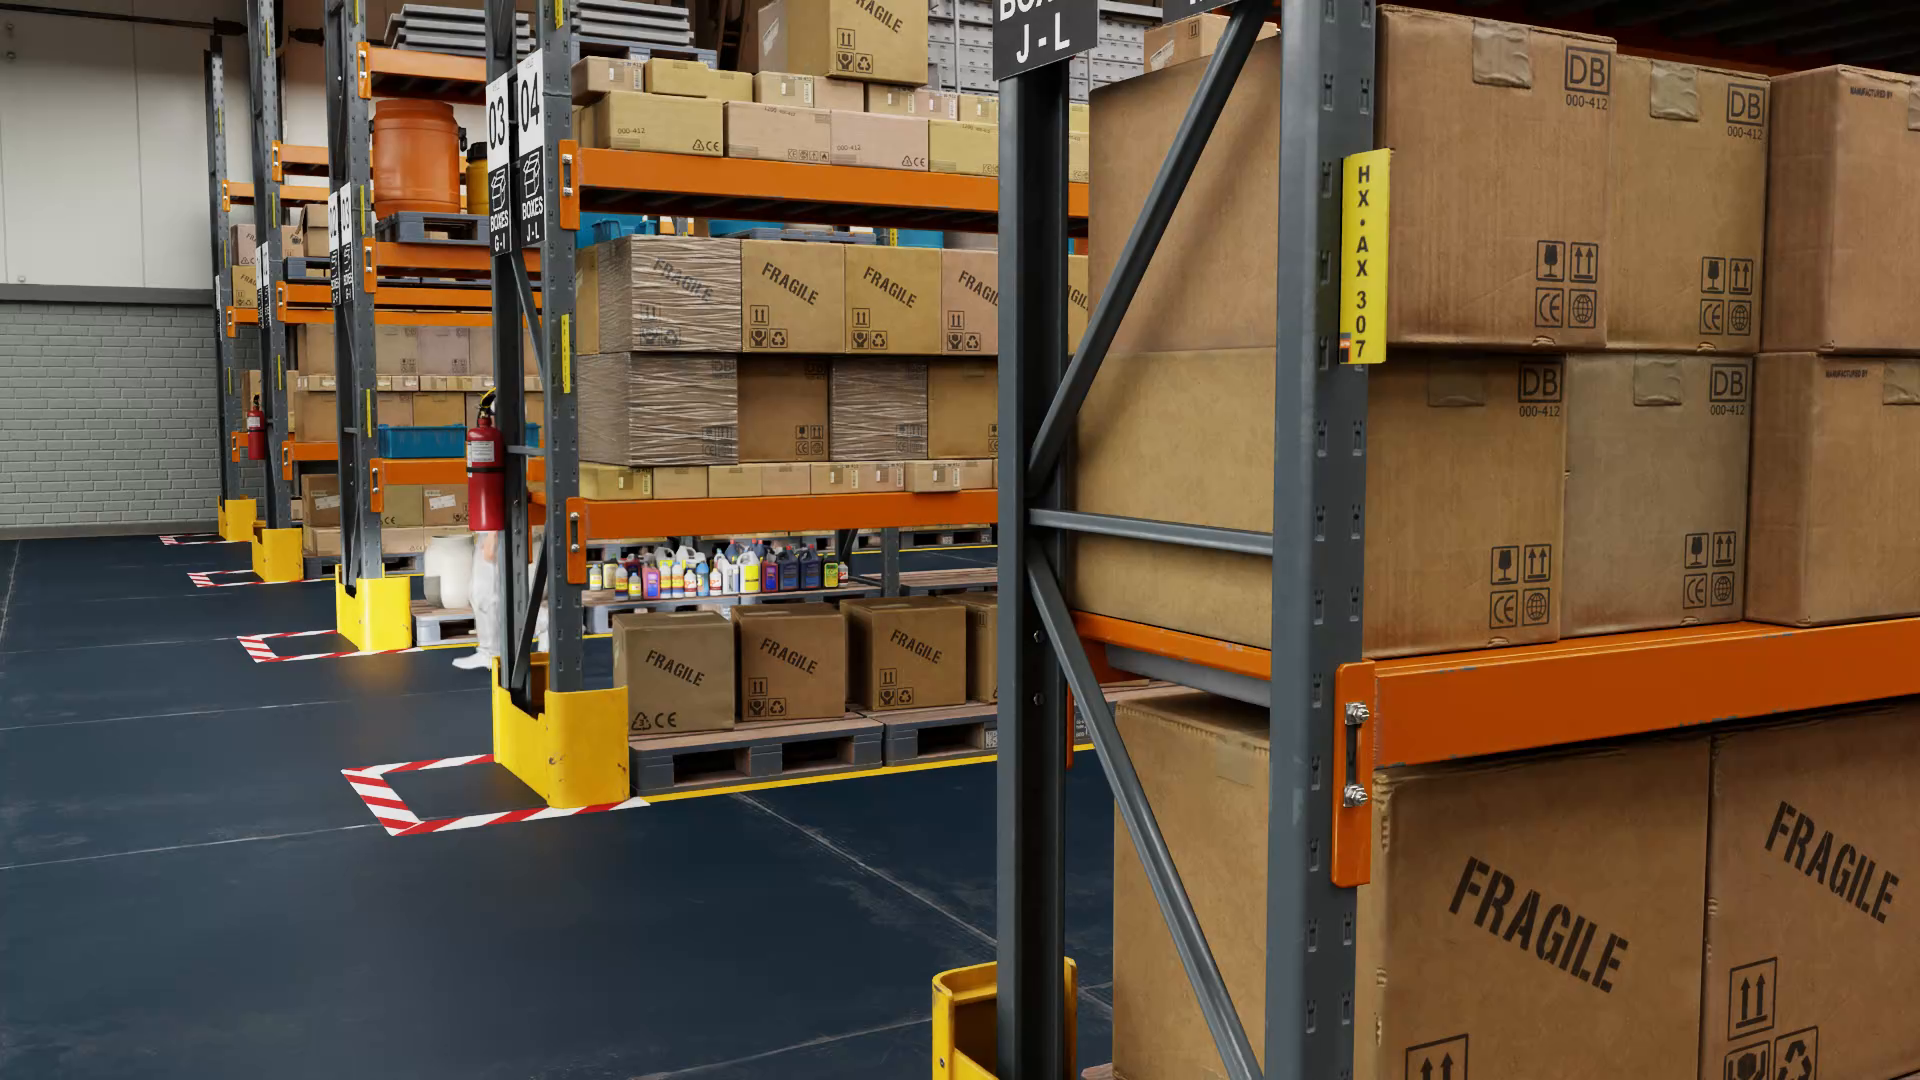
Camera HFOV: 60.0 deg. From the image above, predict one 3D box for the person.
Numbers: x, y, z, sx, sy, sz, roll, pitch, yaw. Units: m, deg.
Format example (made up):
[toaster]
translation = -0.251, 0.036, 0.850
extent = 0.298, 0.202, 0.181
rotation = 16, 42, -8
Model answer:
[person]
translation = -2.872, -0.056, 10.506
extent = 0.704, 1.755, 0.534
rotation = -1, 5, -10
